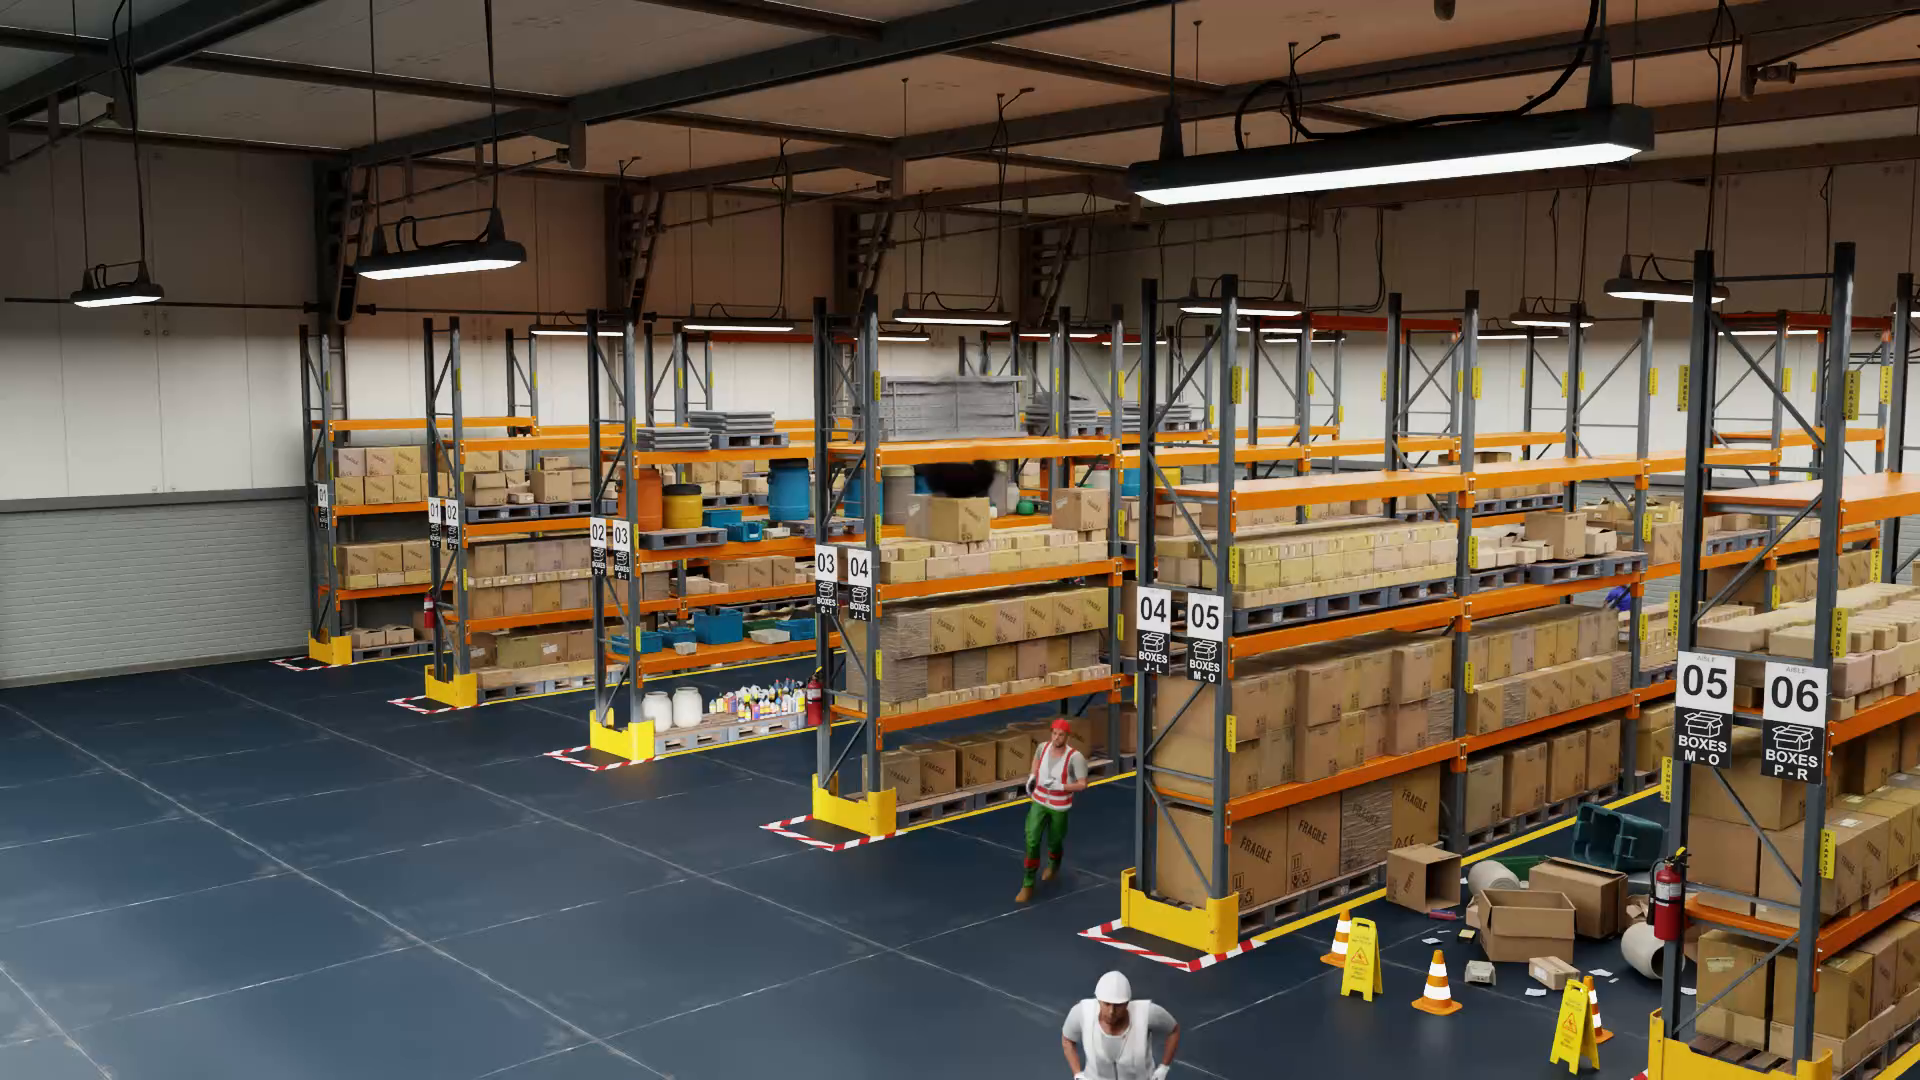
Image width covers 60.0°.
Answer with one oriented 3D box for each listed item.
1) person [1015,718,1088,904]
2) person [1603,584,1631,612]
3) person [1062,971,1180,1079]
[{"bbox_3d":[0.971,2.639,16.407,0.662,1.812,0.857,2,6,22],"label":"person"},{"bbox_3d":[11.746,1.425,29.249,0.621,1.665,0.660,-3,6,-24],"label":"person"},{"bbox_3d":[0.970,3.325,10.049,0.707,1.728,1.034,1,6,8],"label":"person"}]
